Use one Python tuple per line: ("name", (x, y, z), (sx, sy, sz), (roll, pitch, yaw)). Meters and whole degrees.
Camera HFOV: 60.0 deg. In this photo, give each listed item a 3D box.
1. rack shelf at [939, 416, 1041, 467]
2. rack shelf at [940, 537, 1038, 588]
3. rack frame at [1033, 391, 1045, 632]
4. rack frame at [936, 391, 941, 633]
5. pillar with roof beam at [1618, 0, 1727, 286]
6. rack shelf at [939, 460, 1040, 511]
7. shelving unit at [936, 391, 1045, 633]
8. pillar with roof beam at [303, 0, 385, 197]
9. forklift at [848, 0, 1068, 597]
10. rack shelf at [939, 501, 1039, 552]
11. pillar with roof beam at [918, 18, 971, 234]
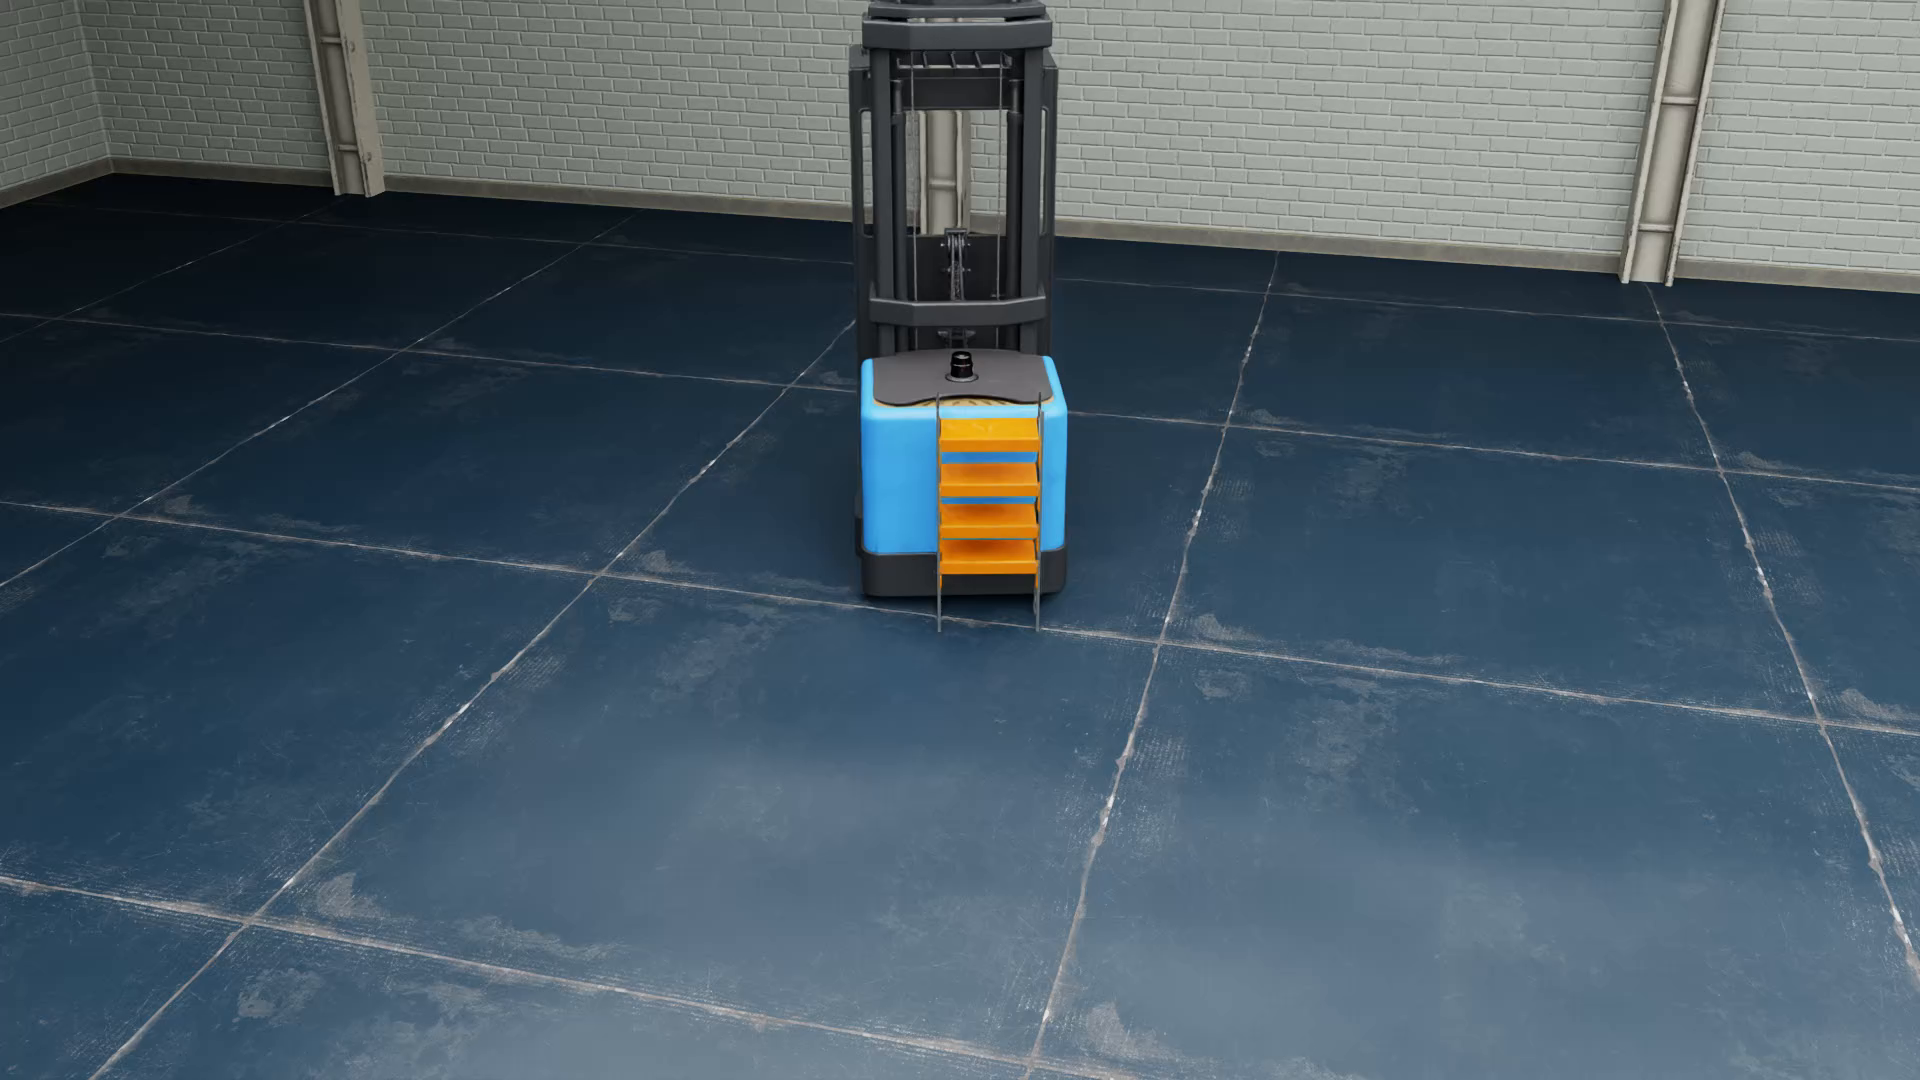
("rack shelf", (0.139, -0.471, 7.915), (0.480, 0.148, 0.258), (0, 28, -1))
("rack shelf", (0.139, 0.109, 8.228), (0.480, 0.148, 0.258), (0, 28, -1))
("rack frame", (0.383, -0.127, 8.105), (0.015, 1.200, 0.240), (0, 28, -1))
("rack frame", (-0.105, -0.123, 8.099), (0.015, 1.200, 0.240), (0, 28, -1))
("pillar with roof beam", (4.607, -4.434, 8.094), (0.400, 9.000, 9.100), (6, 26, 13))
("rack shelf", (0.139, -0.263, 8.028), (0.480, 0.148, 0.258), (0, 28, -1))
("shelving unit", (0.139, -0.125, 8.102), (0.503, 1.200, 0.258), (0, 28, -1))
("pillar with roof beam", (-7.015, -5.718, 10.792), (0.400, 9.000, 9.100), (6, 26, 13))
("forklift", (-0.048, -1.628, 9.259), (1.130, 2.935, 3.031), (-1, 25, -3))
("rack shelf", (0.139, -0.066, 8.134), (0.480, 0.148, 0.258), (0, 28, -1))
("pillar with roof beam", (-1.204, -5.076, 9.443), (0.400, 9.000, 9.100), (6, 26, 13))
